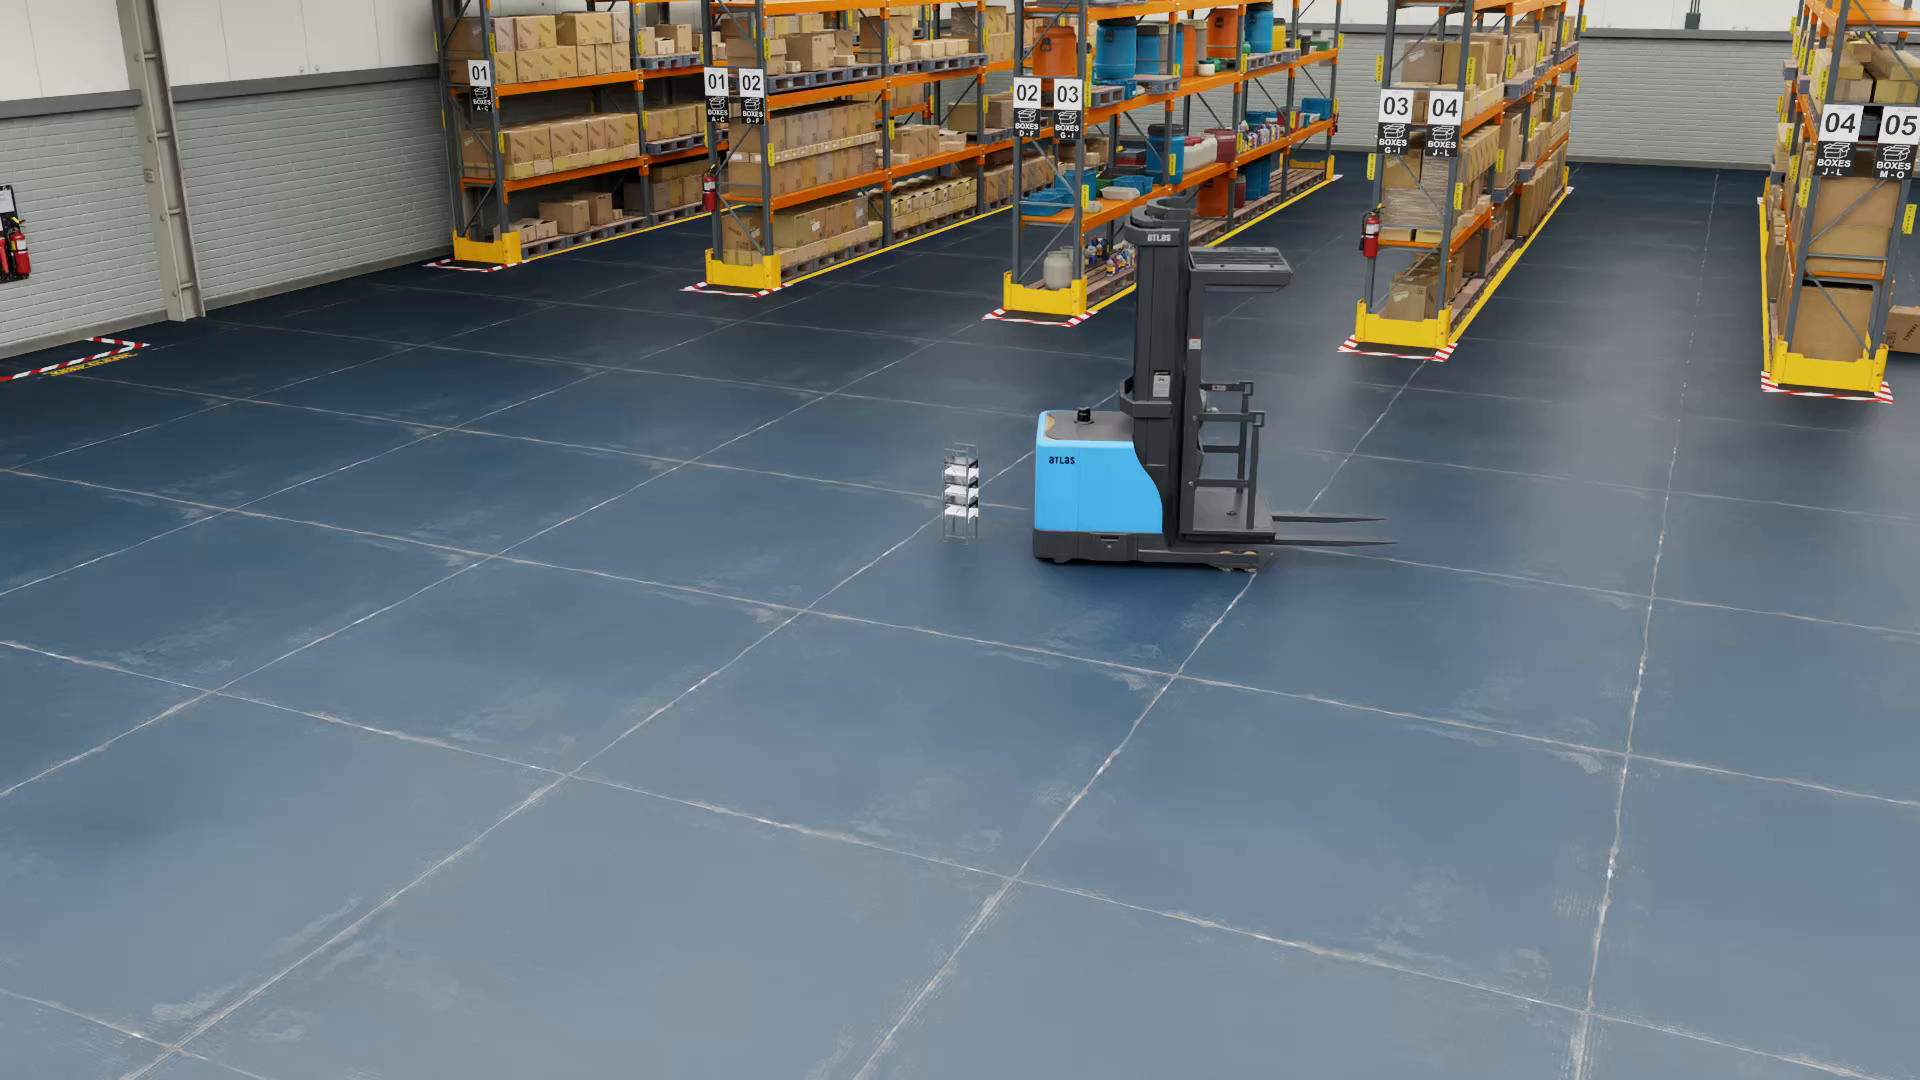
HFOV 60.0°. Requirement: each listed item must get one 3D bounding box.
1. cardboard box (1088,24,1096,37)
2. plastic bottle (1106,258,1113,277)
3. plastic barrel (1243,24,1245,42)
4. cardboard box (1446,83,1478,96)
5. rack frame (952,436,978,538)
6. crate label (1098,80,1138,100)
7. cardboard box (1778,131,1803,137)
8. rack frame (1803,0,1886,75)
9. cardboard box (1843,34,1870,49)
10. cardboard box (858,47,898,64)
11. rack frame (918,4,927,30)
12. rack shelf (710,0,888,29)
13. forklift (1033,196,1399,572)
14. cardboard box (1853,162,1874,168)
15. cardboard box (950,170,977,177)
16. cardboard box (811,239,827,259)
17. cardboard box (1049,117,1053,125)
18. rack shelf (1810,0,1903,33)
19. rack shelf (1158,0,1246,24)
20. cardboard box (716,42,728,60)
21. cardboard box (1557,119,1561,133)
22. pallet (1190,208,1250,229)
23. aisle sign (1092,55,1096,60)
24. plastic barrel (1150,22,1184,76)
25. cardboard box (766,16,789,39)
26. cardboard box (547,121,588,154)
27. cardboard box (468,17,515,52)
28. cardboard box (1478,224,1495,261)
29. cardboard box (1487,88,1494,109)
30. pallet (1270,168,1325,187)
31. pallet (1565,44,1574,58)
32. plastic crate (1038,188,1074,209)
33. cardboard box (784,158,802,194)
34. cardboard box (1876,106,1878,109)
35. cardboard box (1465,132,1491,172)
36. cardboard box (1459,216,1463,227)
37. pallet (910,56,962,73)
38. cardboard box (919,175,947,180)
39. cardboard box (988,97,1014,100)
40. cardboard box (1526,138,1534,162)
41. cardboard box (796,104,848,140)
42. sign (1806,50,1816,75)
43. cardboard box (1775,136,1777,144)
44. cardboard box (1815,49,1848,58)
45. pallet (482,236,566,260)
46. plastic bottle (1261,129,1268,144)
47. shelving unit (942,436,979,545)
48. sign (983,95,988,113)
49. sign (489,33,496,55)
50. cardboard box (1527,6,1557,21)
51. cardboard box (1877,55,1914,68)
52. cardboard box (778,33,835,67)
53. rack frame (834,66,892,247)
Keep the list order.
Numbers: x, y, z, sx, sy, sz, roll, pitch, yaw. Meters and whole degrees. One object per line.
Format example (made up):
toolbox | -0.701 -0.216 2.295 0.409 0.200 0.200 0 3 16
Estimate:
cardboard box | 2.661 -11.152 36.351 0.500 0.250 0.500 9 21 23
plastic bottle | 2.242 -4.086 24.897 0.097 0.271 0.097 0 20 0
plastic barrel | 5.080 -9.336 30.938 0.433 0.535 0.433 0 20 0
cardboard box | 6.523 -5.863 21.632 0.380 0.149 0.250 8 21 23
rack frame | 0.045 -0.458 14.412 0.240 0.900 0.006 9 21 23
crate label | 2.284 -6.523 24.079 0.502 0.251 0.408 9 21 23
cardboard box | 13.915 -6.754 27.845 0.380 0.149 0.250 9 22 24
rack frame | 13.494 -8.534 25.035 1.000 3.000 0.127 9 21 23
cardboard box | 14.191 -7.855 26.312 0.396 0.266 0.258 9 21 23
cardboard box | -1.403 -8.284 28.406 0.500 0.250 0.500 11 22 28
rack frame | -1.271 -13.730 39.646 1.000 3.000 0.127 9 21 23
rack shelf | -2.483 -8.244 25.891 1.077 0.370 4.000 9 21 23
forklift | 2.152 -1.304 13.760 3.031 2.935 1.130 1 20 4
cardboard box | 10.900 -4.283 20.199 0.875 0.550 0.550 9 21 23
cardboard box | 0.143 -7.127 33.106 0.500 0.500 0.500 9 22 25
cardboard box | -2.473 -4.676 26.616 0.500 0.250 0.500 9 21 23
cardboard box | 2.069 -9.168 35.621 0.500 0.500 0.500 9 22 24
rack shelf | 12.675 -7.395 23.504 1.077 0.370 4.000 9 21 23
rack shelf | 3.673 -8.786 27.415 1.077 0.370 4.000 9 21 23
cardboard box | -4.595 -9.581 32.560 0.500 0.311 0.500 9 21 23
cardboard box | 11.495 -8.129 32.631 0.500 0.250 0.500 9 22 24
pallet | 4.776 -6.031 31.113 1.003 0.211 1.213 9 21 23
aisle sign | 3.010 -11.511 38.479 0.394 0.787 0.004 9 21 23
plastic barrel | 3.400 -8.110 27.572 0.600 0.901 0.708 9 21 23
cardboard box | -3.993 -10.618 34.567 0.700 0.500 0.500 10 22 25
cardboard box | -6.724 -6.875 28.399 0.500 0.500 0.500 9 22 24
cardboard box | -7.443 -8.038 26.445 0.500 0.500 0.500 7 21 19
cardboard box | 8.085 -4.725 26.351 0.700 0.500 0.500 7 21 18
cardboard box | 6.997 -6.049 22.748 0.500 0.250 0.500 8 21 22
pallet | 7.394 -7.983 36.602 1.003 0.211 1.213 9 21 23
pallet | 11.494 -9.633 32.736 1.003 0.211 1.213 9 21 23
plastic crate | 1.419 -4.975 24.202 0.499 0.251 0.408 9 21 23
cardboard box | -2.888 -5.683 25.823 0.700 0.500 0.500 9 22 24
cardboard box | 11.064 -5.171 19.656 0.380 0.149 0.250 9 21 23
cardboard box | 7.030 -5.373 23.016 0.500 0.500 0.500 9 21 23
cardboard box | 6.574 -4.292 22.437 0.380 0.149 0.250 9 21 23
pallet | -0.677 -8.542 29.815 1.003 0.211 1.213 10 22 25
cardboard box | -0.508 -6.826 31.826 0.500 0.311 0.500 9 22 25
cardboard box | 0.945 -8.698 33.675 0.700 0.500 0.500 3 20 9
cardboard box | 9.458 -6.577 28.337 0.500 0.500 0.500 9 22 24
cardboard box | -2.251 -6.771 26.945 0.700 0.500 0.500 9 21 23
sign | 11.357 -6.361 22.161 0.100 0.325 0.005 9 21 23
cardboard box | 14.235 -6.854 28.570 0.380 0.149 0.250 8 21 20
cardboard box | 11.397 -6.336 21.739 0.380 0.149 0.250 9 21 23
pallet | -7.427 -4.965 28.115 1.003 0.211 1.213 9 21 23
plastic bottle | 5.852 -7.791 32.085 0.152 0.276 0.135 9 21 23
shelving unit | 0.003 -0.426 14.325 0.258 0.900 0.210 9 21 23
sign | 0.482 -8.250 31.461 0.100 0.325 0.005 9 21 23
sign | -7.328 -7.763 26.040 0.100 0.325 0.005 9 21 23
cardboard box | 11.039 -9.987 31.553 0.500 0.250 0.500 7 21 19
cardboard box | 11.480 -5.859 20.399 0.380 0.149 0.250 8 21 22
cardboard box | -2.453 -7.796 26.448 0.797 0.503 0.637 11 22 29
rack frame | -1.664 -6.556 28.428 1.000 3.000 0.127 9 21 23
